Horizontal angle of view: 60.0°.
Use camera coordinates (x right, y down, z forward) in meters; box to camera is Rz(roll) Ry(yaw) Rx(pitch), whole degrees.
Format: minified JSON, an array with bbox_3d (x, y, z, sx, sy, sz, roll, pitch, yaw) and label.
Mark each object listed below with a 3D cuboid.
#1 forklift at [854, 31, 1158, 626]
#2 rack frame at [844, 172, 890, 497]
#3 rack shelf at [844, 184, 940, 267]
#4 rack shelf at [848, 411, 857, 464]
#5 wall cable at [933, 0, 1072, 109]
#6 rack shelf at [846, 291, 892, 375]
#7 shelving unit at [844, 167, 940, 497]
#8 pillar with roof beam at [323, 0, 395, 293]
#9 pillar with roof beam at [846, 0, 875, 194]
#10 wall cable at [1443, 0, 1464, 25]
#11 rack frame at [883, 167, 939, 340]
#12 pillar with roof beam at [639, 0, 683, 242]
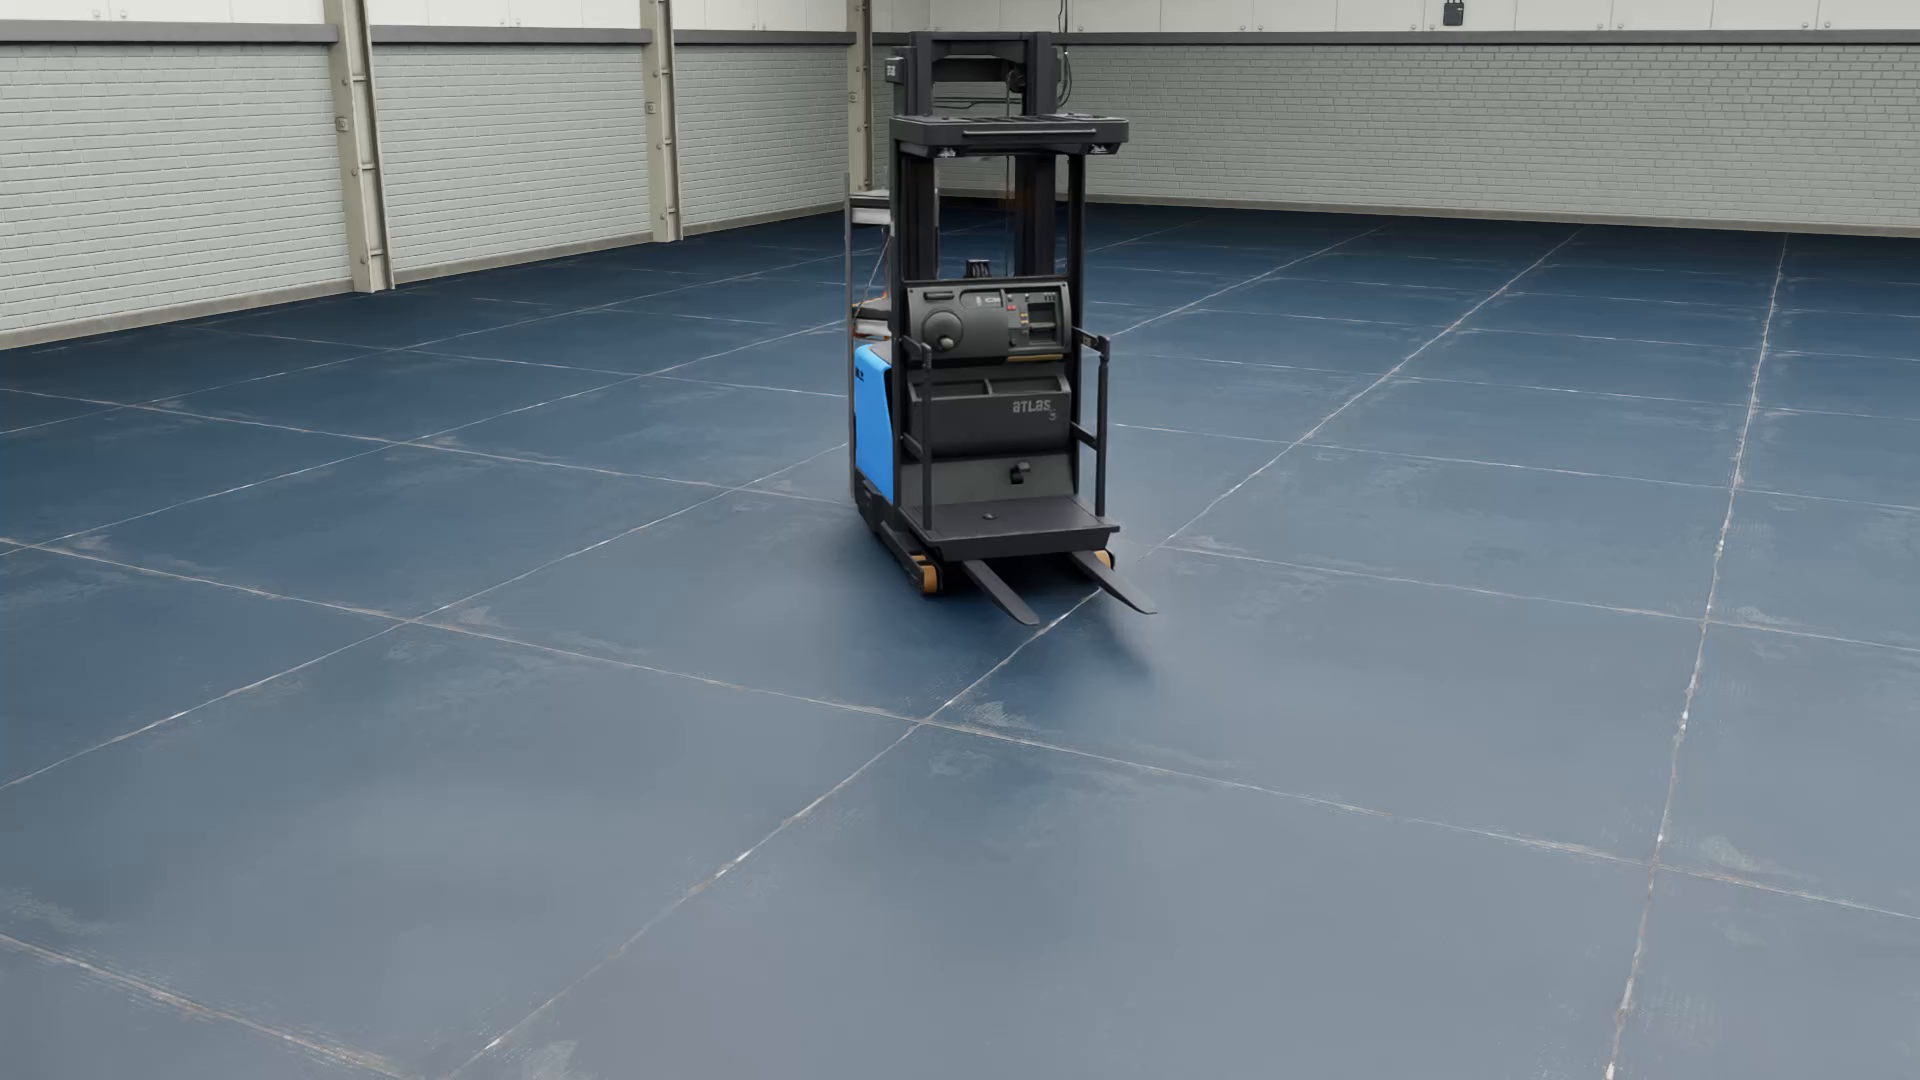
[{"bbox_3d":[0.225,-1.229,9.016,1.130,2.935,3.031,-5,17,-15],"label":"forklift"},{"bbox_3d":[-0.545,-1.268,10.607,0.400,2.100,0.015,8,19,26],"label":"rack frame"},{"bbox_3d":[-0.432,-1.988,10.619,0.431,0.518,0.480,8,19,26],"label":"rack shelf"},{"bbox_3d":[-0.432,-0.646,11.018,0.431,0.518,0.480,8,19,26],"label":"rack shelf"},{"bbox_3d":[0.702,-9.520,31.726,3.097,2.526,0.112,8,18,25],"label":"wall cable"},{"bbox_3d":[-0.432,-1.317,10.818,0.431,0.518,0.480,8,19,26],"label":"rack shelf"},{"bbox_3d":[-0.432,-1.330,10.814,0.431,2.100,0.503,8,19,26],"label":"shelving unit"},{"bbox_3d":[-3.308,-6.822,17.189,9.100,9.000,0.400,8,18,25],"label":"pillar with roof beam"},{"bbox_3d":[2.054,-9.879,27.480,9.100,9.000,0.400,8,18,25],"label":"pillar with roof beam"},{"bbox_3d":[9.188,-11.427,26.720,2.305,6.003,0.169,8,18,25],"label":"wall cable"},{"bbox_3d":[-0.319,-1.392,11.022,0.400,2.100,0.015,8,19,26],"label":"rack frame"},{"bbox_3d":[-0.627,-8.351,22.334,9.100,9.000,0.400,8,18,25],"label":"pillar with roof beam"}]
